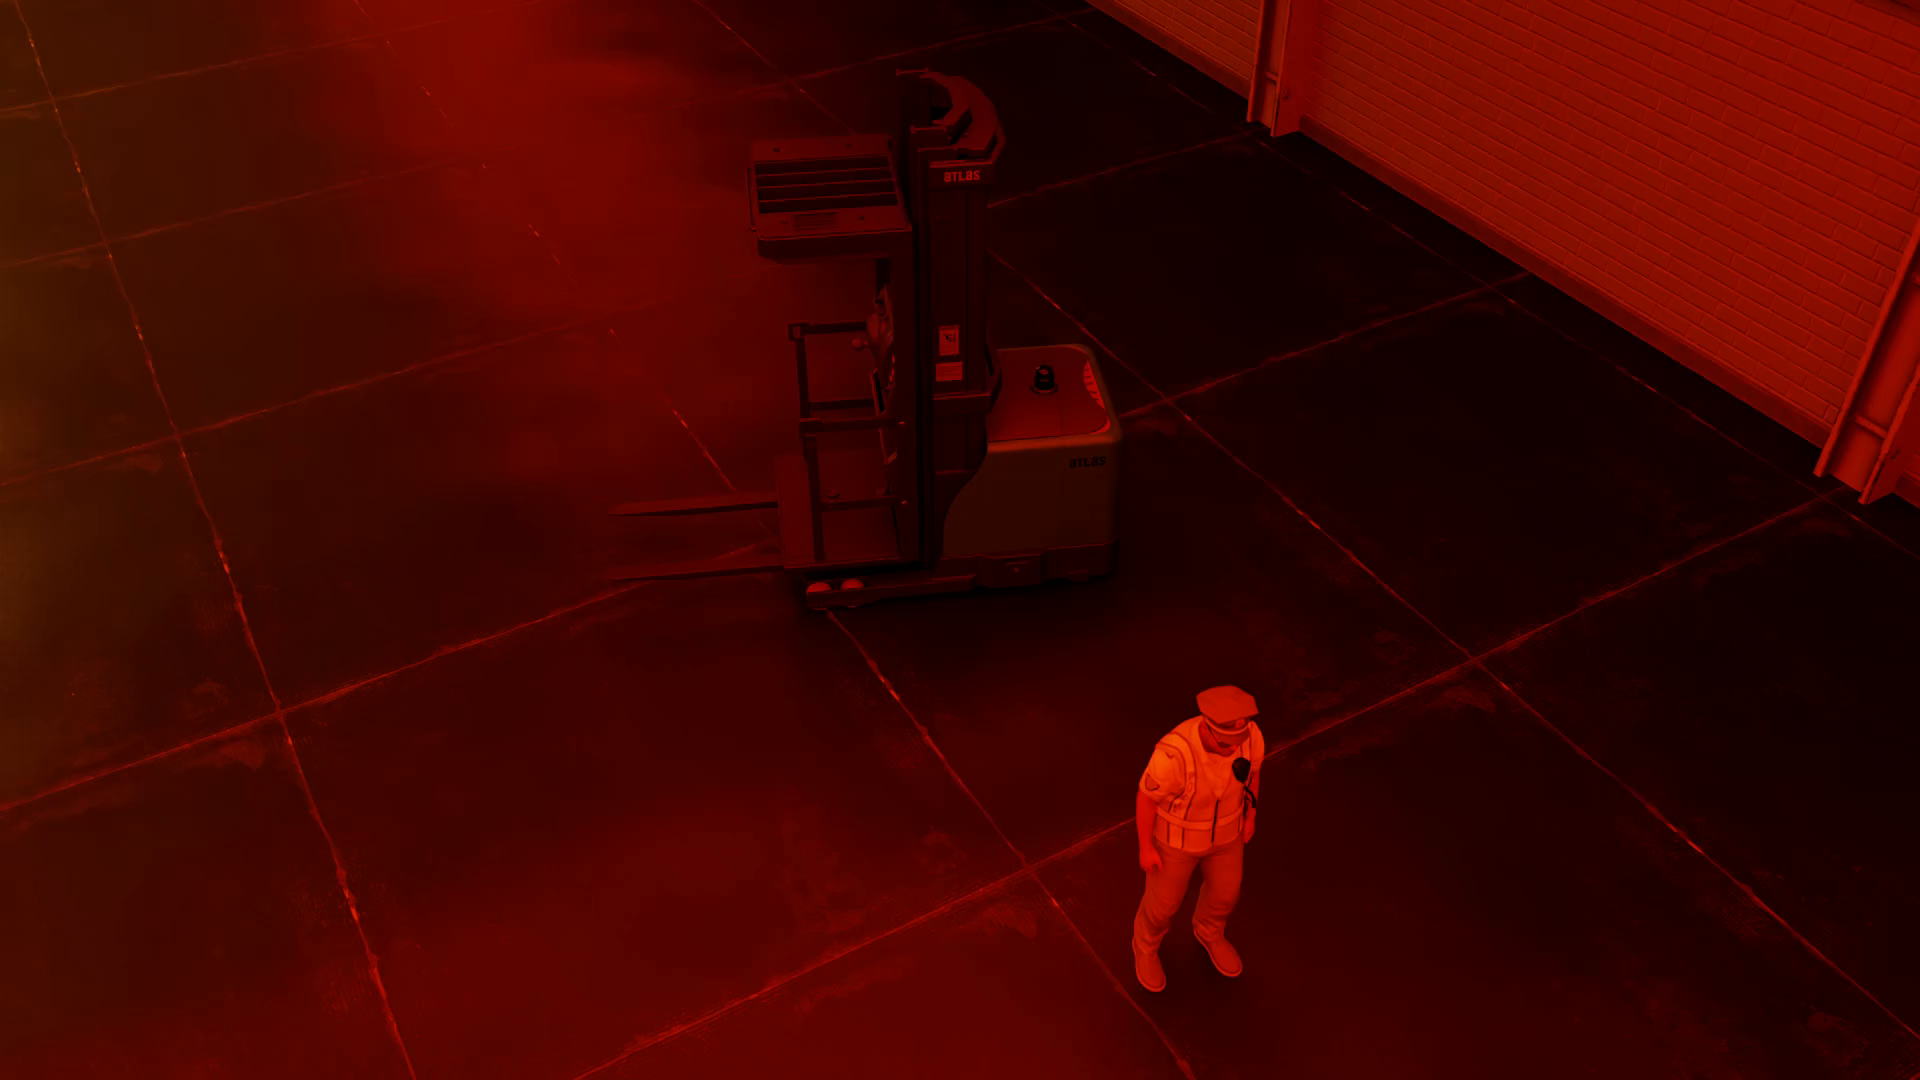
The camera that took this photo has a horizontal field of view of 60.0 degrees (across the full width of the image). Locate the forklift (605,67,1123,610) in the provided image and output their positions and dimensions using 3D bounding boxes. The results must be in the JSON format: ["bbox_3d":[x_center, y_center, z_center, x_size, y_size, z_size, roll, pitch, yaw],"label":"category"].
[{"bbox_3d":[-0.617,-1.074,9.331,3.031,2.935,1.130,-5,40,-6],"label":"forklift"}]

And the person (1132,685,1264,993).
[{"bbox_3d":[1.059,1.296,7.407,0.589,1.753,0.454,-12,41,-14],"label":"person"}]
